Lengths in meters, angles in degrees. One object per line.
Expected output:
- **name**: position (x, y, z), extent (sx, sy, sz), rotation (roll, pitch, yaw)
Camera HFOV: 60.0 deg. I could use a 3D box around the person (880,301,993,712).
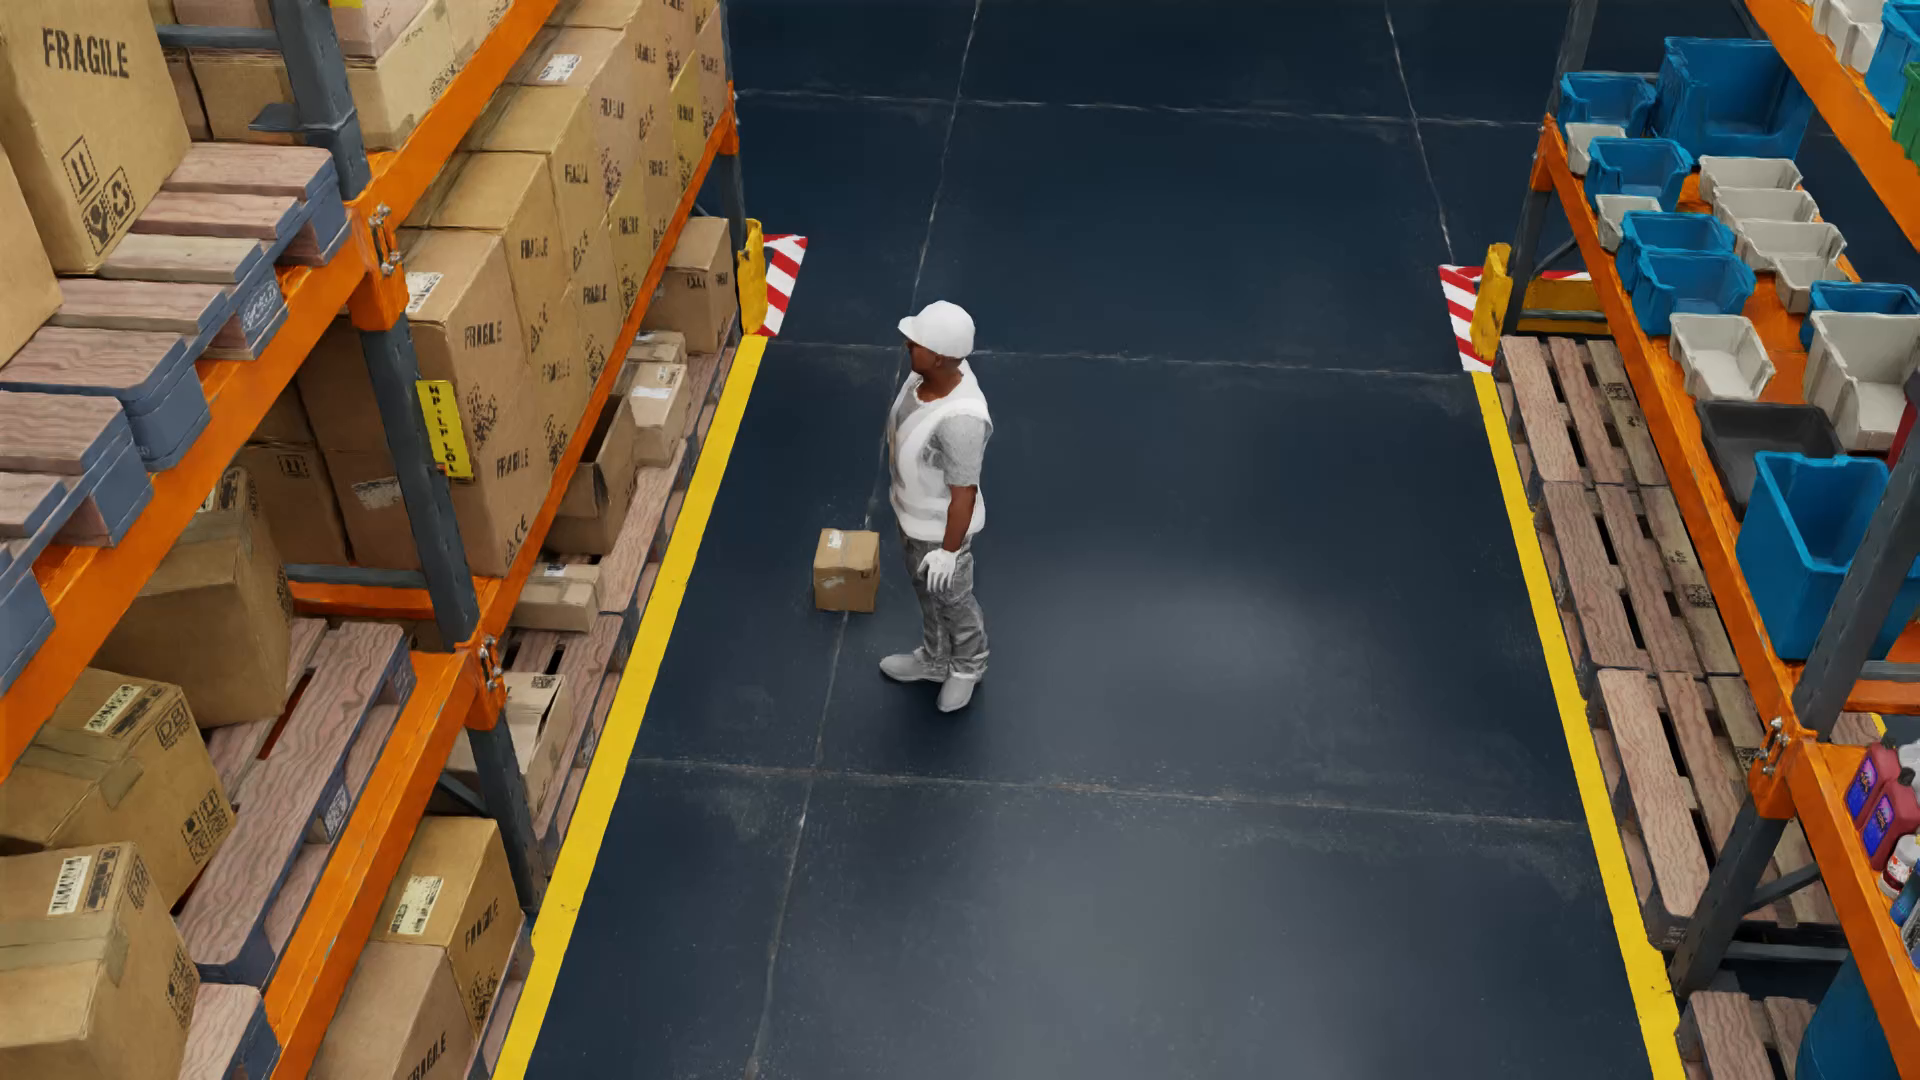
- **person**: position (-0.093, -0.097, 6.240), extent (0.410, 1.788, 0.601), rotation (-11, 41, -13)
